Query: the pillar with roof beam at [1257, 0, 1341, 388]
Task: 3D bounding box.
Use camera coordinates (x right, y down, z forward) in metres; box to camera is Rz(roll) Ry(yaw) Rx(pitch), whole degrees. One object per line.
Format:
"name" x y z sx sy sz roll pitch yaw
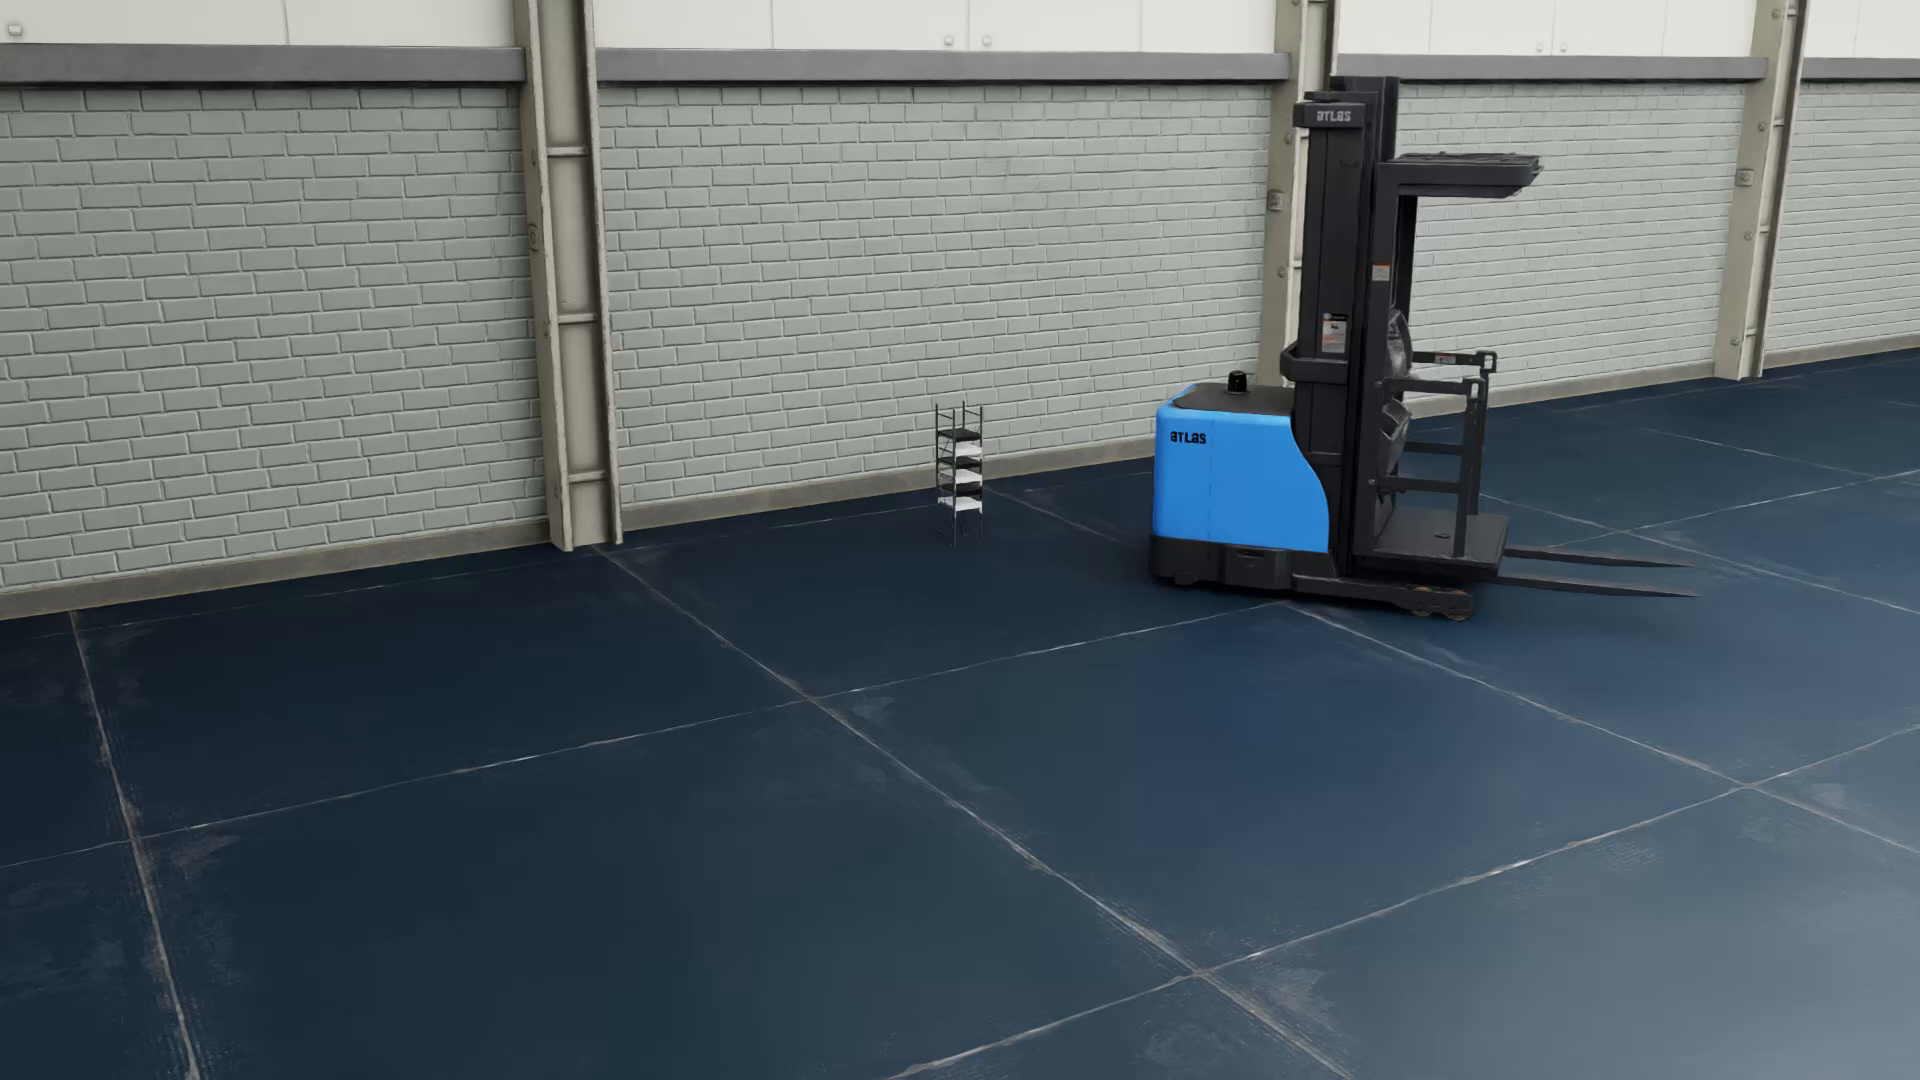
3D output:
"pillar with roof beam" 4.920 -4.158 9.070 0.400 9.000 9.100 -9 18 -30

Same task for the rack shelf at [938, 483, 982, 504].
"rack shelf" -0.007 -0.313 10.818 0.200 0.077 0.258 -9 18 -30

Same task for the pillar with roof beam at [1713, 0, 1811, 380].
"pillar with roof beam" 10.063 -4.992 12.045 0.400 9.000 9.100 -9 18 -30

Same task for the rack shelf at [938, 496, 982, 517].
"rack shelf" -0.007 -0.227 10.842 0.200 0.077 0.258 -9 18 -30

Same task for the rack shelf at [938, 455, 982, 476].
"rack shelf" -0.007 -0.487 10.769 0.200 0.077 0.258 -9 18 -30

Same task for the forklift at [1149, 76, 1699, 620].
"forklift" 2.703 -1.123 9.487 3.031 2.935 1.130 6 17 20

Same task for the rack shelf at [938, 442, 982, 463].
"rack shelf" -0.007 -0.573 10.745 0.200 0.077 0.258 -9 18 -30

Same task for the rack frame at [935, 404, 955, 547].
"rack frame" -0.094 -0.418 10.734 0.006 0.900 0.240 -9 18 -30

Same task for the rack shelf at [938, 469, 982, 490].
"rack shelf" -0.007 -0.400 10.793 0.200 0.077 0.258 -9 18 -30

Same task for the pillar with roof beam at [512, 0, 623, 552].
"pillar with roof beam" -0.224 -3.324 6.095 0.400 9.000 9.100 -9 18 -30

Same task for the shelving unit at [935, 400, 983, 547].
"shelving unit" -0.007 -0.432 10.784 0.210 0.900 0.258 -9 18 -30

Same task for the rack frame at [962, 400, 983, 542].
"rack frame" 0.080 -0.446 10.835 0.006 0.900 0.240 -9 18 -30

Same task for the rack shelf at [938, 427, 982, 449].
"rack shelf" -0.007 -0.660 10.720 0.200 0.077 0.258 -9 18 -30
